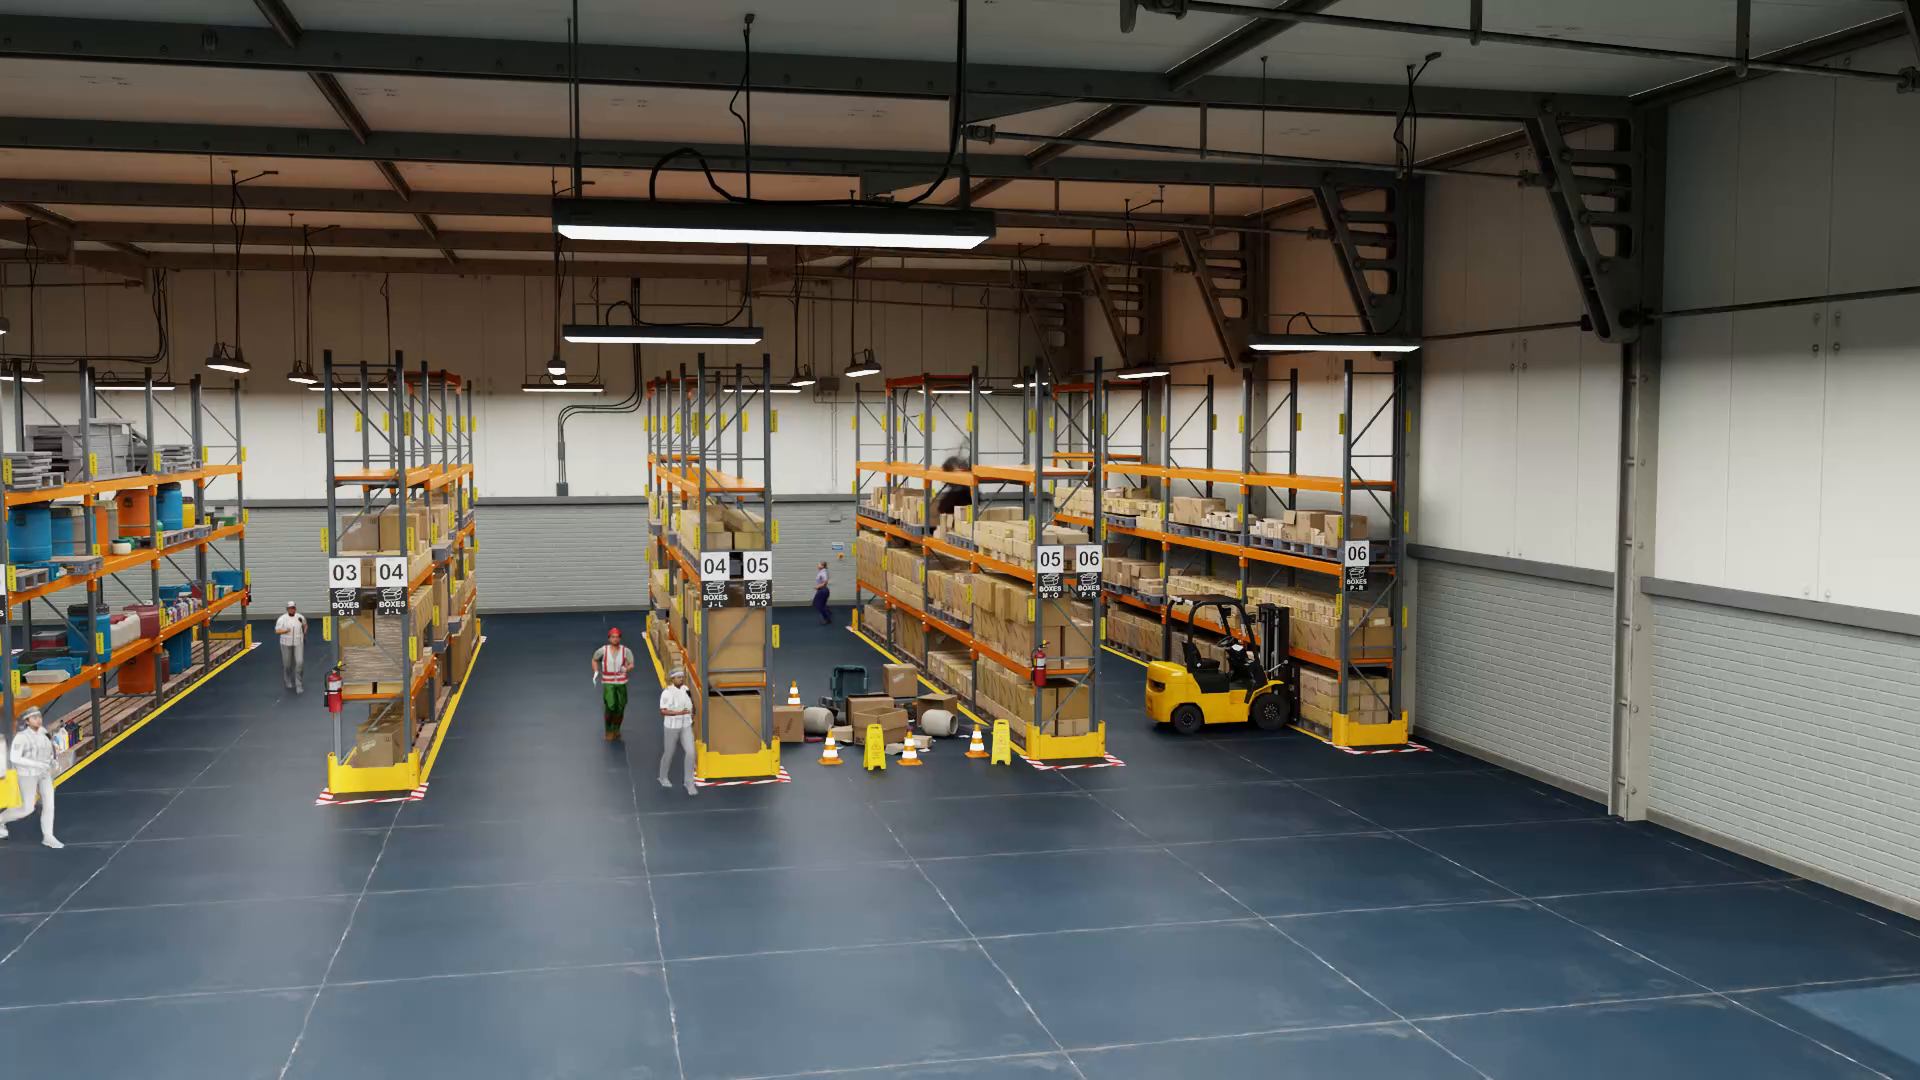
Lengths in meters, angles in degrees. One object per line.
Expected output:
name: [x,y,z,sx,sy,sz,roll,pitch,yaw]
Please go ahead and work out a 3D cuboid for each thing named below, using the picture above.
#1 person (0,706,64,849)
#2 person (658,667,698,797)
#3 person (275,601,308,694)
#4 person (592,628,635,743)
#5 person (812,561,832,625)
person: [-11.021,2.798,19.724,0.867,1.702,0.626,1,4,15]
person: [-3.835,2.574,22.596,0.576,1.739,0.760,-3,5,-39]
person: [-12.501,1.995,31.134,0.596,1.706,0.793,-2,4,-27]
person: [-5.442,2.286,26.205,0.641,1.792,0.709,-1,4,-20]
person: [-3.452,1.315,41.518,0.486,1.604,0.639,0,4,-5]
